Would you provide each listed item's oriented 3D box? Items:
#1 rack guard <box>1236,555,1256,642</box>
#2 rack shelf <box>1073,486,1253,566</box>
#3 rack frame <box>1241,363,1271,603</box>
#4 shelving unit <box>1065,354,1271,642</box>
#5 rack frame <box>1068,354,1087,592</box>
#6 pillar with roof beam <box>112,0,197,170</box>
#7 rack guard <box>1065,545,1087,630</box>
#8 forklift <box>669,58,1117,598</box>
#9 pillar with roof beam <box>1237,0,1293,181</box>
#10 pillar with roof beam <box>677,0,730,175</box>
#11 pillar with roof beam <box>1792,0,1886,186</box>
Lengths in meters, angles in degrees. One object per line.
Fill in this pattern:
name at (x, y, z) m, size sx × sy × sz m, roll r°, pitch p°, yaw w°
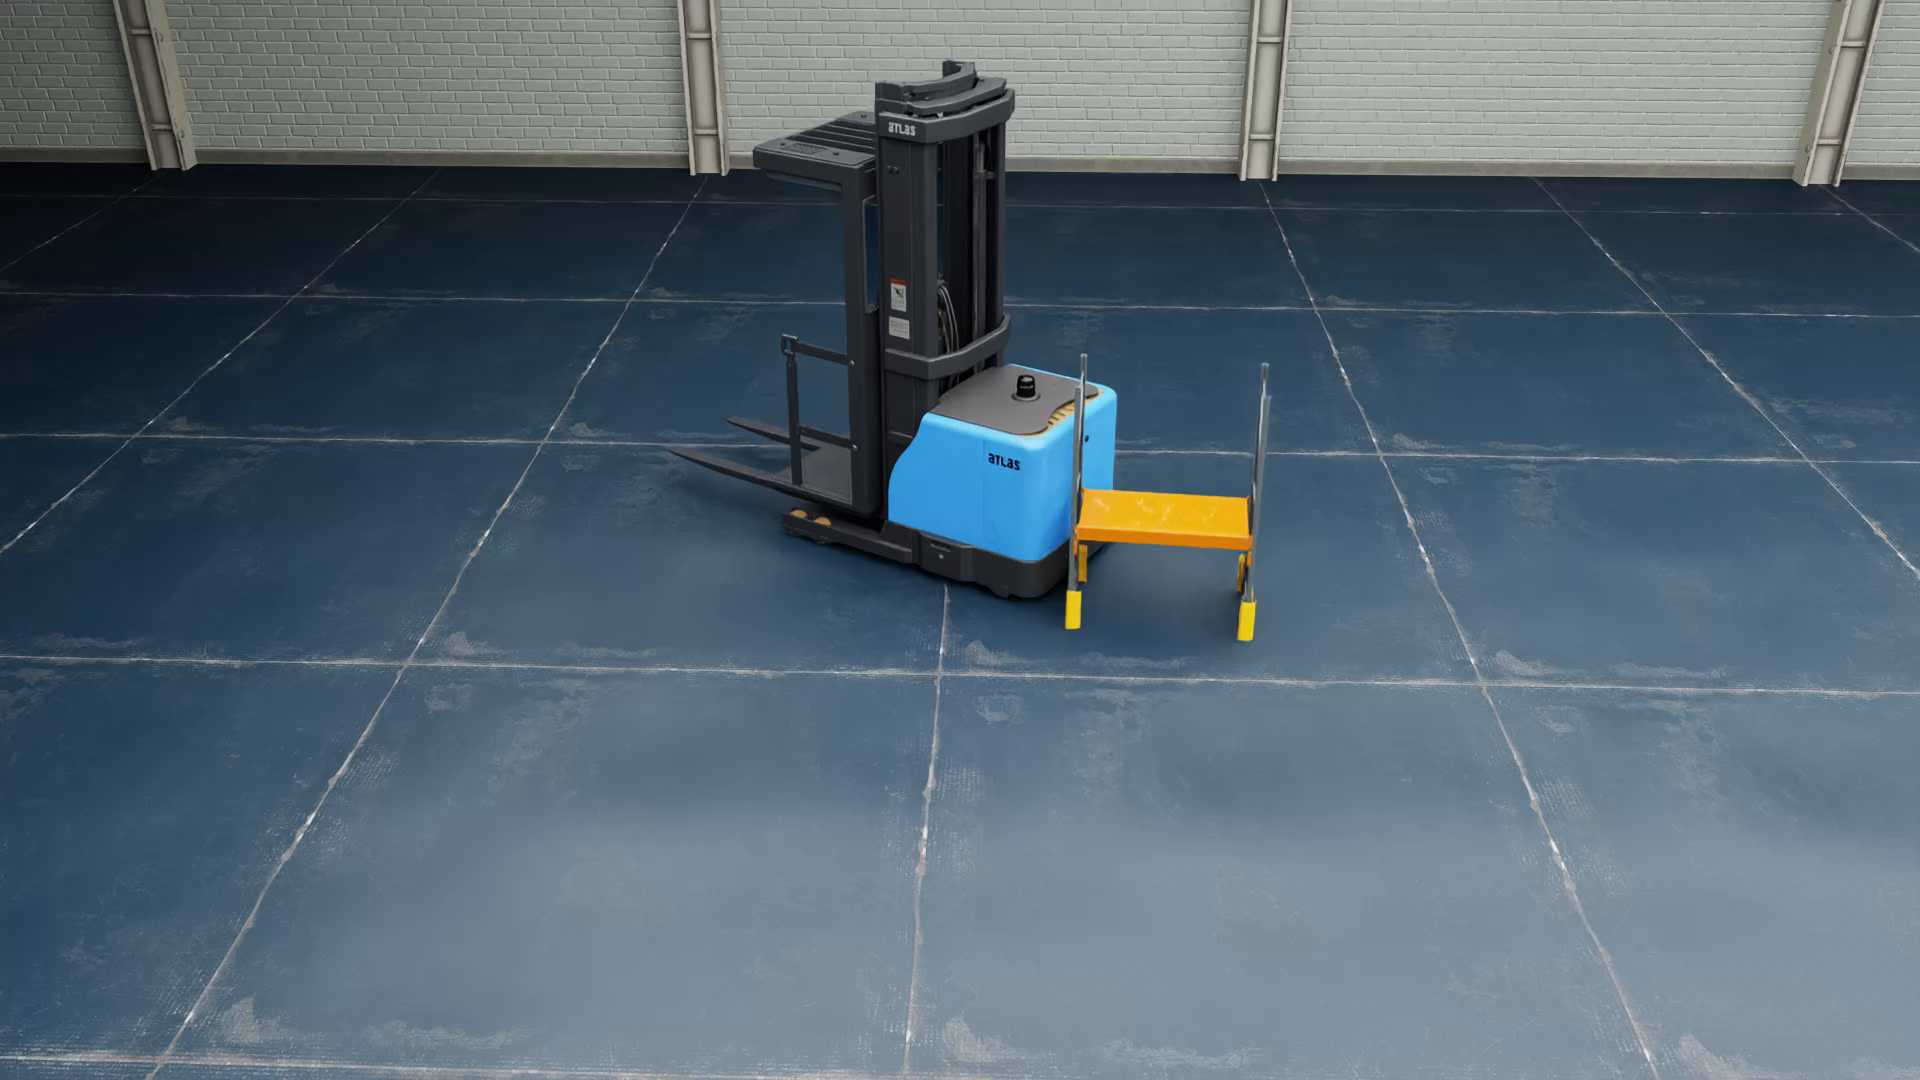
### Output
rack guard at (1.680, 0.337, 9.772) m, size 0.087 × 0.250 × 0.587 m, roll 4°, pitch 28°, yaw 7°
rack shelf at (1.178, -0.088, 9.624) m, size 1.000 × 0.185 × 0.538 m, roll 4°, pitch 28°, yaw 7°
rack frame at (1.682, -0.215, 9.479) m, size 0.032 × 1.500 × 0.500 m, roll 4°, pitch 28°, yaw 7°
shelving unit at (1.187, -0.246, 9.538) m, size 1.083 × 1.500 × 0.587 m, roll 4°, pitch 28°, yaw 7°
rack frame at (0.674, -0.278, 9.599) m, size 0.032 × 1.500 × 0.500 m, roll 4°, pitch 28°, yaw 7°
pillar with roof beam at (-8.902, -6.127, 12.626) m, size 0.400 × 9.000 × 9.100 m, roll 1°, pitch 28°, yaw 2°
rack guard at (0.693, 0.275, 9.890) m, size 0.087 × 0.250 × 0.587 m, roll 4°, pitch 28°, yaw 7°
forklift at (-0.543, -1.460, 10.300) m, size 3.031 × 2.935 × 1.130 m, roll 17°, pitch 32°, yaw 29°
pillar with roof beam at (3.091, -5.929, 12.252) m, size 0.400 × 9.000 × 9.100 m, roll 1°, pitch 28°, yaw 2°
pillar with roof beam at (-2.906, -6.028, 12.439) m, size 0.400 × 9.000 × 9.100 m, roll 1°, pitch 28°, yaw 2°
pillar with roof beam at (9.087, -5.830, 12.065) m, size 0.400 × 9.000 × 9.100 m, roll 1°, pitch 28°, yaw 2°
